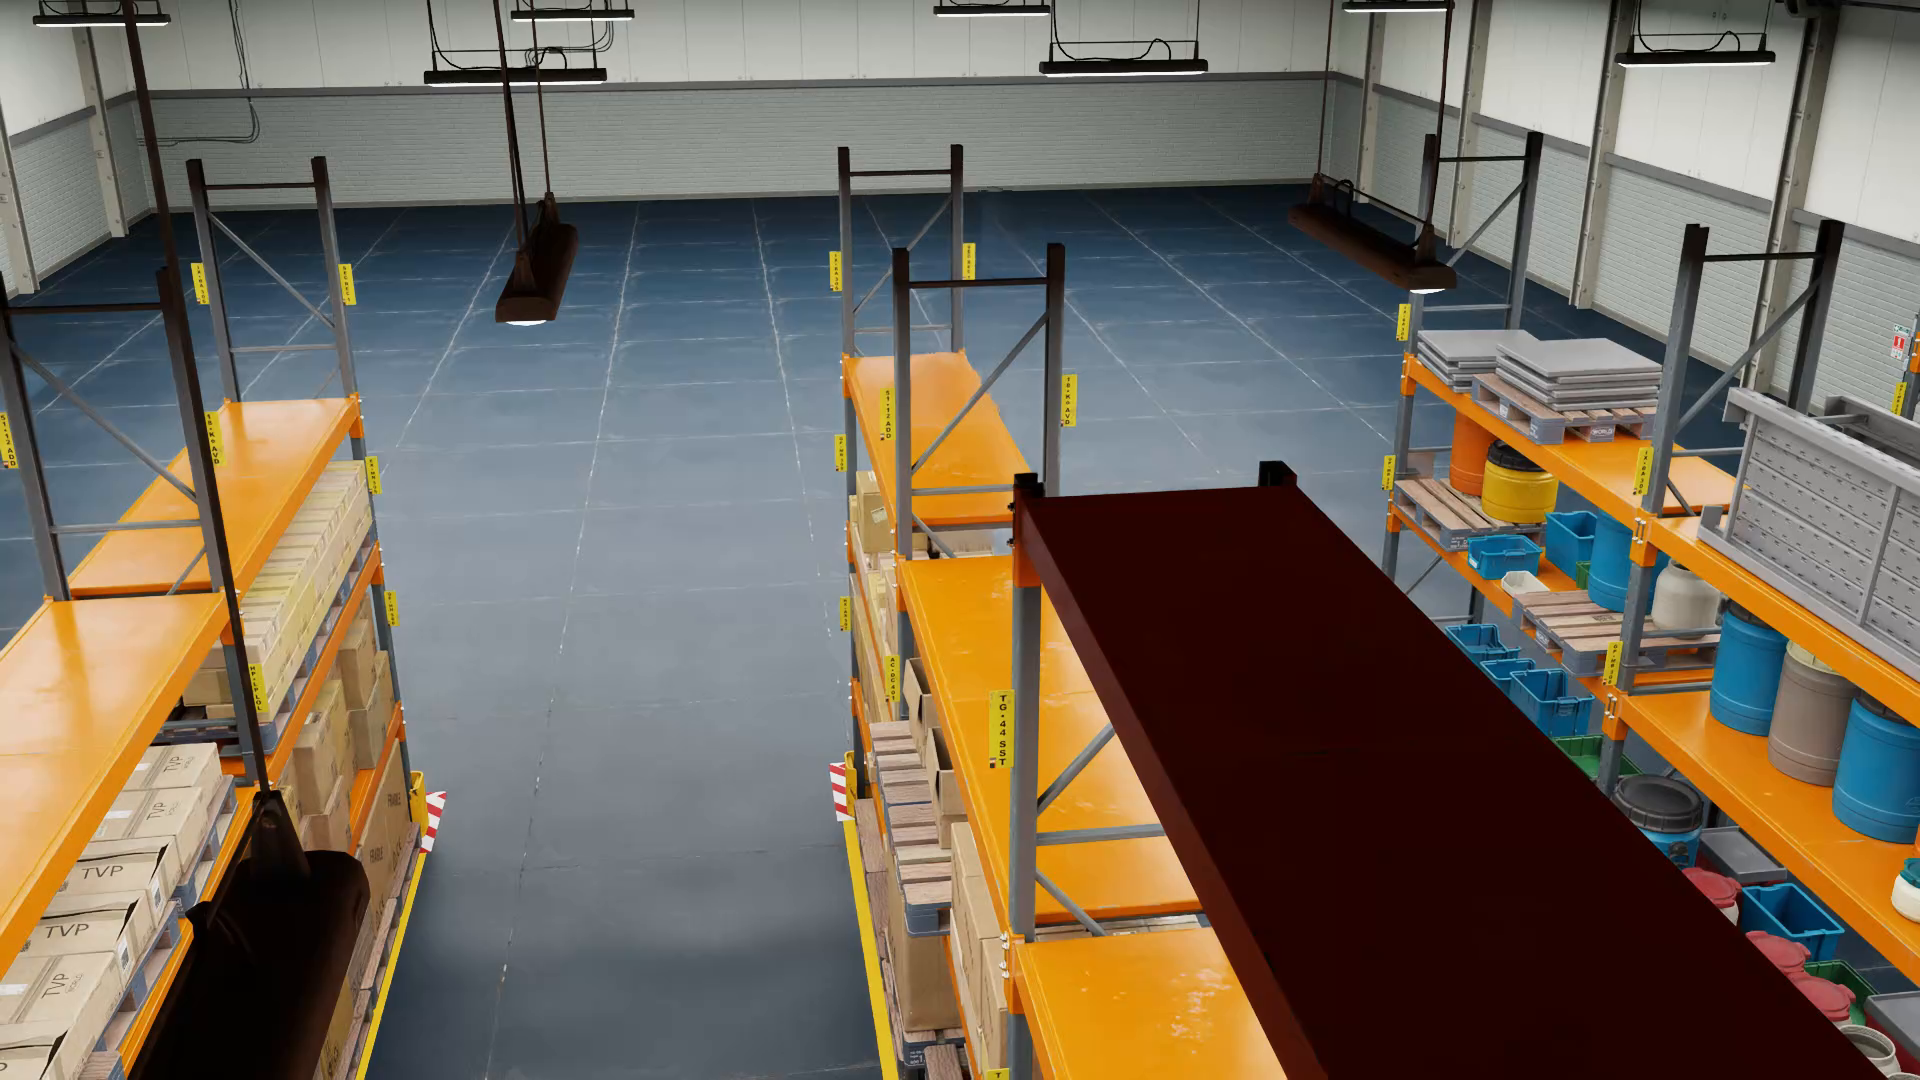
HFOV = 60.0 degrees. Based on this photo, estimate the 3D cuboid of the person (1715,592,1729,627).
[{"bbox_3d":[8.336,0.529,18.192,0.680,1.553,0.573,8,23,20],"label":"person"}]
